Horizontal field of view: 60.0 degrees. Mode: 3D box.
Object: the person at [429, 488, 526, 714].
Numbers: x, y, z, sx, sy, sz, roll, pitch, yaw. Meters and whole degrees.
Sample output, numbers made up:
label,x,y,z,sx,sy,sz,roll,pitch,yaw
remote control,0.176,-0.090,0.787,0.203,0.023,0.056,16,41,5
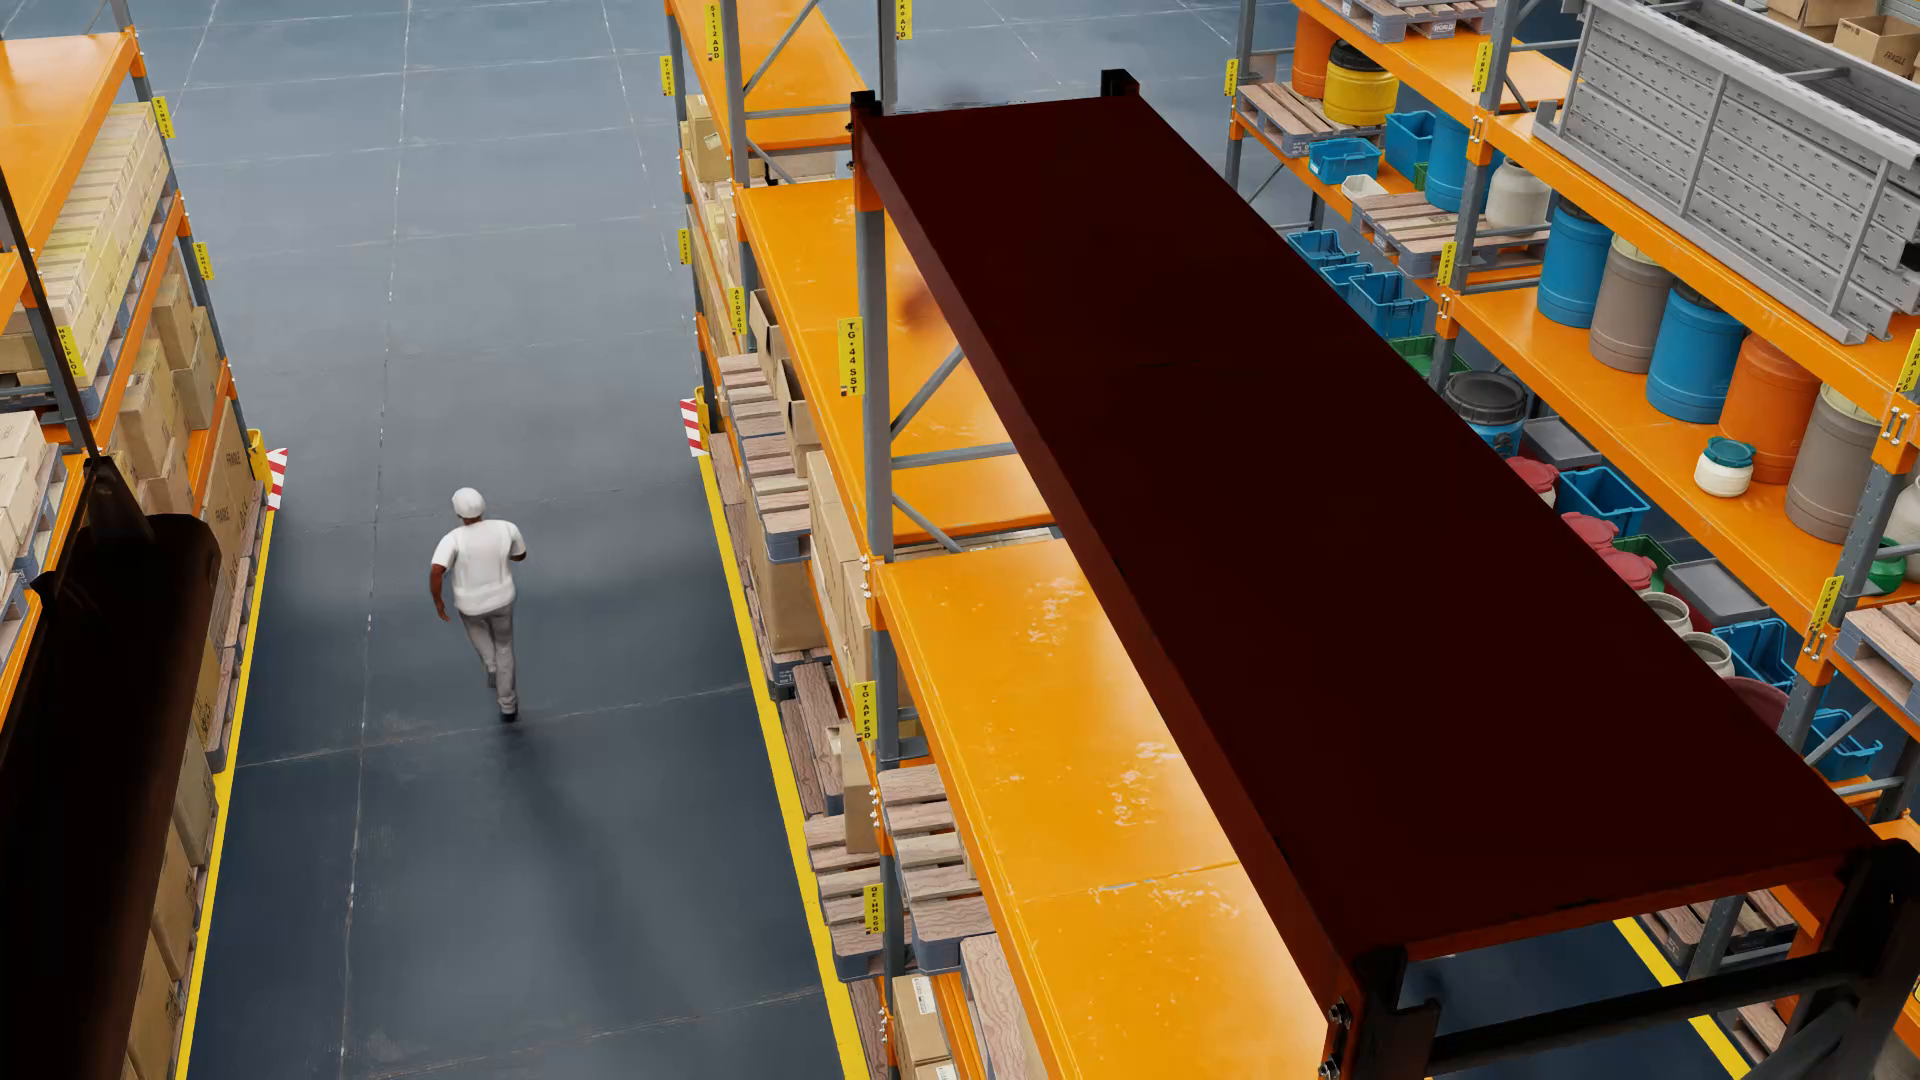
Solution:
label,x,y,z,sx,sy,sz,roll,pitch,yaw
person,-3.436,0.397,11.948,0.740,1.709,0.774,-17,38,-23
